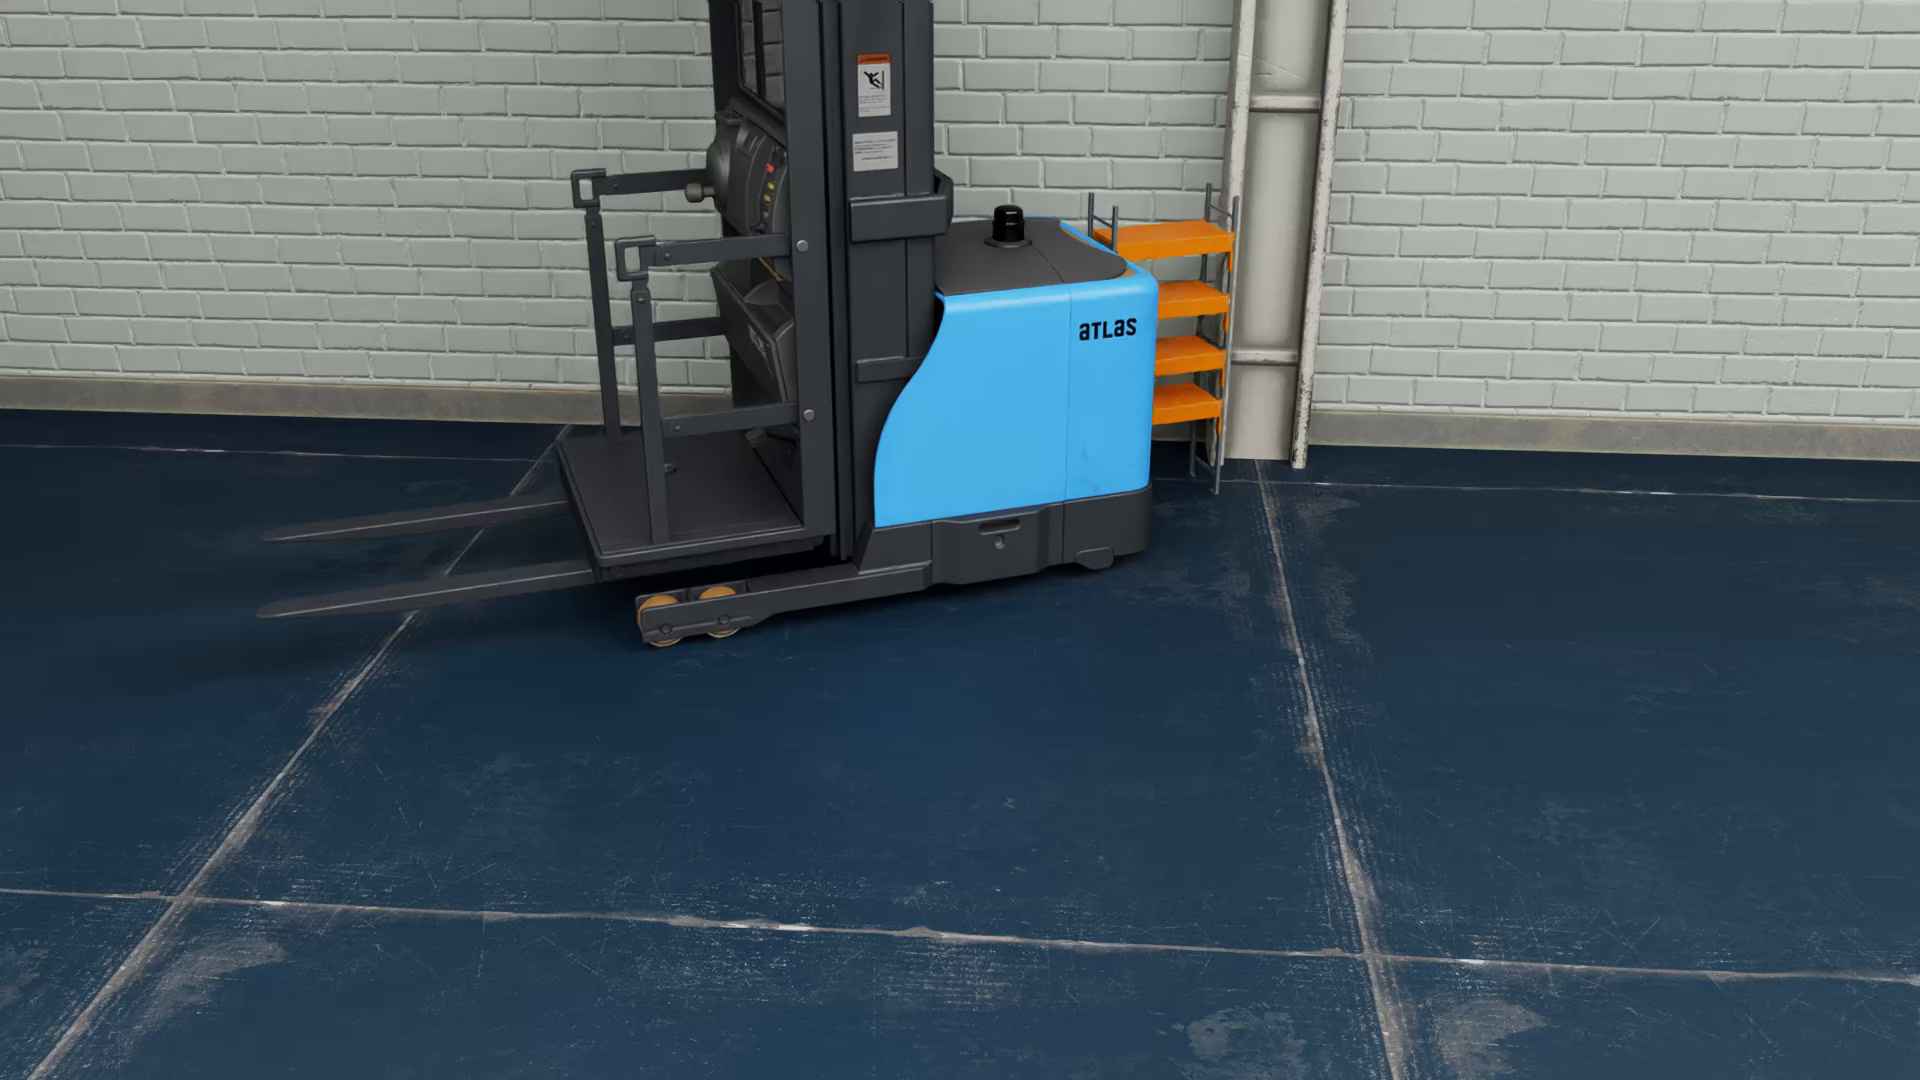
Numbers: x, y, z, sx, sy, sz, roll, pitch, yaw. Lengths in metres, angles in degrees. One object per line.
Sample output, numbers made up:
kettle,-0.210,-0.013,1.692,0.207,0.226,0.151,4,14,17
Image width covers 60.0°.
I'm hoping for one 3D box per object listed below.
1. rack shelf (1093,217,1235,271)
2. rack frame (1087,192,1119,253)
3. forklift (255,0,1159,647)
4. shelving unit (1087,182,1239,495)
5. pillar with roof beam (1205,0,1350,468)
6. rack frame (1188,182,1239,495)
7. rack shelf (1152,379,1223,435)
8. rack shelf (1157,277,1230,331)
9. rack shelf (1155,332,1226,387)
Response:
rack shelf,0.756,-1.095,6.255,0.480,0.148,0.258,-8,26,-18
rack frame,0.526,-0.705,6.346,0.015,1.200,0.240,-8,26,-18
forklift,-0.882,-1.229,5.414,3.031,2.935,1.130,-8,26,-18
shelving unit,0.756,-0.738,6.419,0.503,1.200,0.258,-8,26,-18
pillar with roof beam,0.918,-2.662,1.269,0.400,9.000,9.100,2,25,4
rack frame,0.986,-0.772,6.493,0.015,1.200,0.240,-8,26,-18
rack shelf,0.756,-0.497,6.531,0.480,0.148,0.258,-8,26,-18
rack shelf,0.756,-0.881,6.354,0.480,0.148,0.258,-8,26,-18
rack shelf,0.756,-0.677,6.448,0.480,0.148,0.258,-8,26,-18
